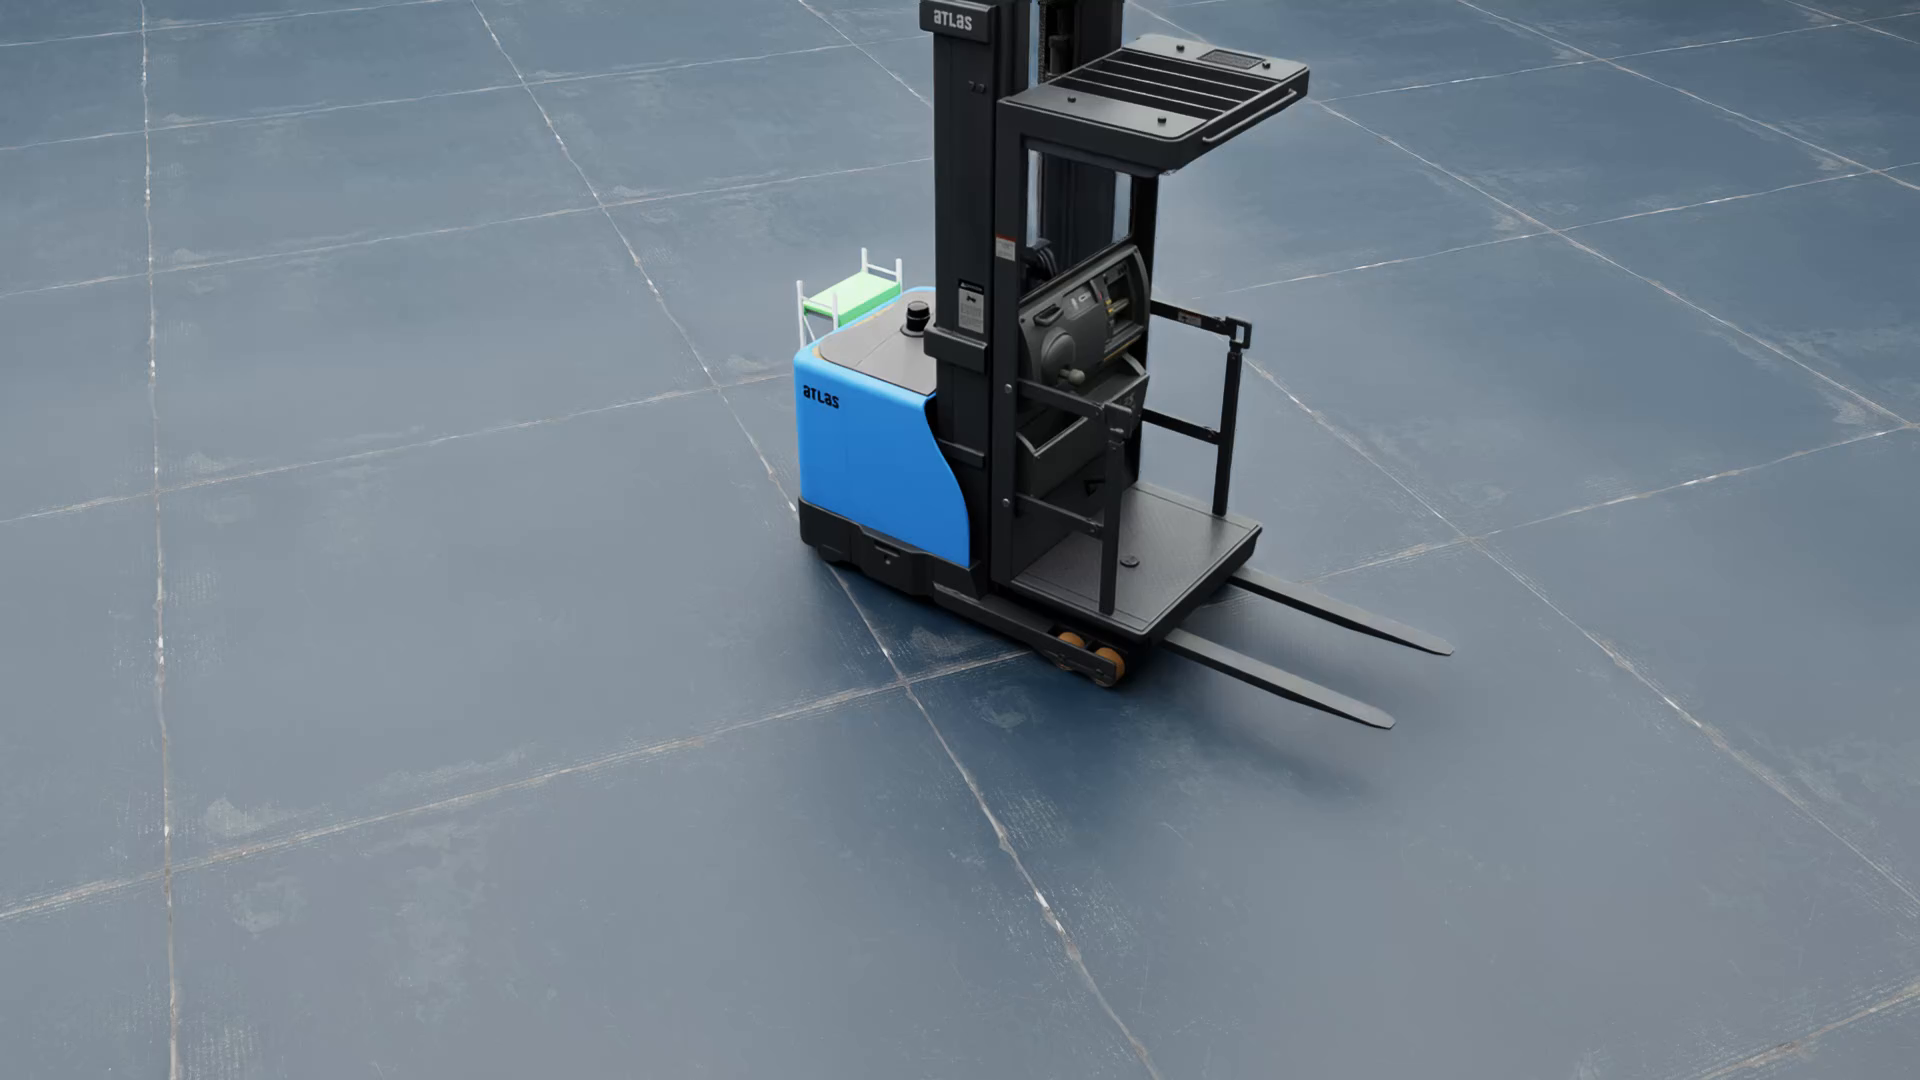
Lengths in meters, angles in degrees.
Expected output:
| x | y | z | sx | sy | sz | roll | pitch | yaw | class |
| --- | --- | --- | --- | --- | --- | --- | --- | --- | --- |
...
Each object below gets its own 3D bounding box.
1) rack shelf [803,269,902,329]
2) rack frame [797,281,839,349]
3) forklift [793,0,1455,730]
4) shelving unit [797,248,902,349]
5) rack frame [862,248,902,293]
| x | y | z | sx | sy | sz | roll | pitch | yaw | class |
| --- | --- | --- | --- | --- | --- | --- | --- | --- | --- |
| -0.534 | -1.153 | 8.159 | 0.258 | 0.148 | 0.480 | 22 | 39 | 30 | rack shelf |
| -0.679 | -0.697 | 8.222 | 0.240 | 1.200 | 0.015 | 22 | 39 | 30 | rack frame |
| 0.706 | -0.919 | 6.974 | 3.031 | 2.935 | 1.130 | 22 | 39 | 30 | forklift |
| -0.534 | -0.805 | 8.386 | 0.258 | 1.200 | 0.503 | 22 | 39 | 30 | shelving unit |
| -0.389 | -0.912 | 8.551 | 0.240 | 1.200 | 0.015 | 22 | 39 | 30 | rack frame |
